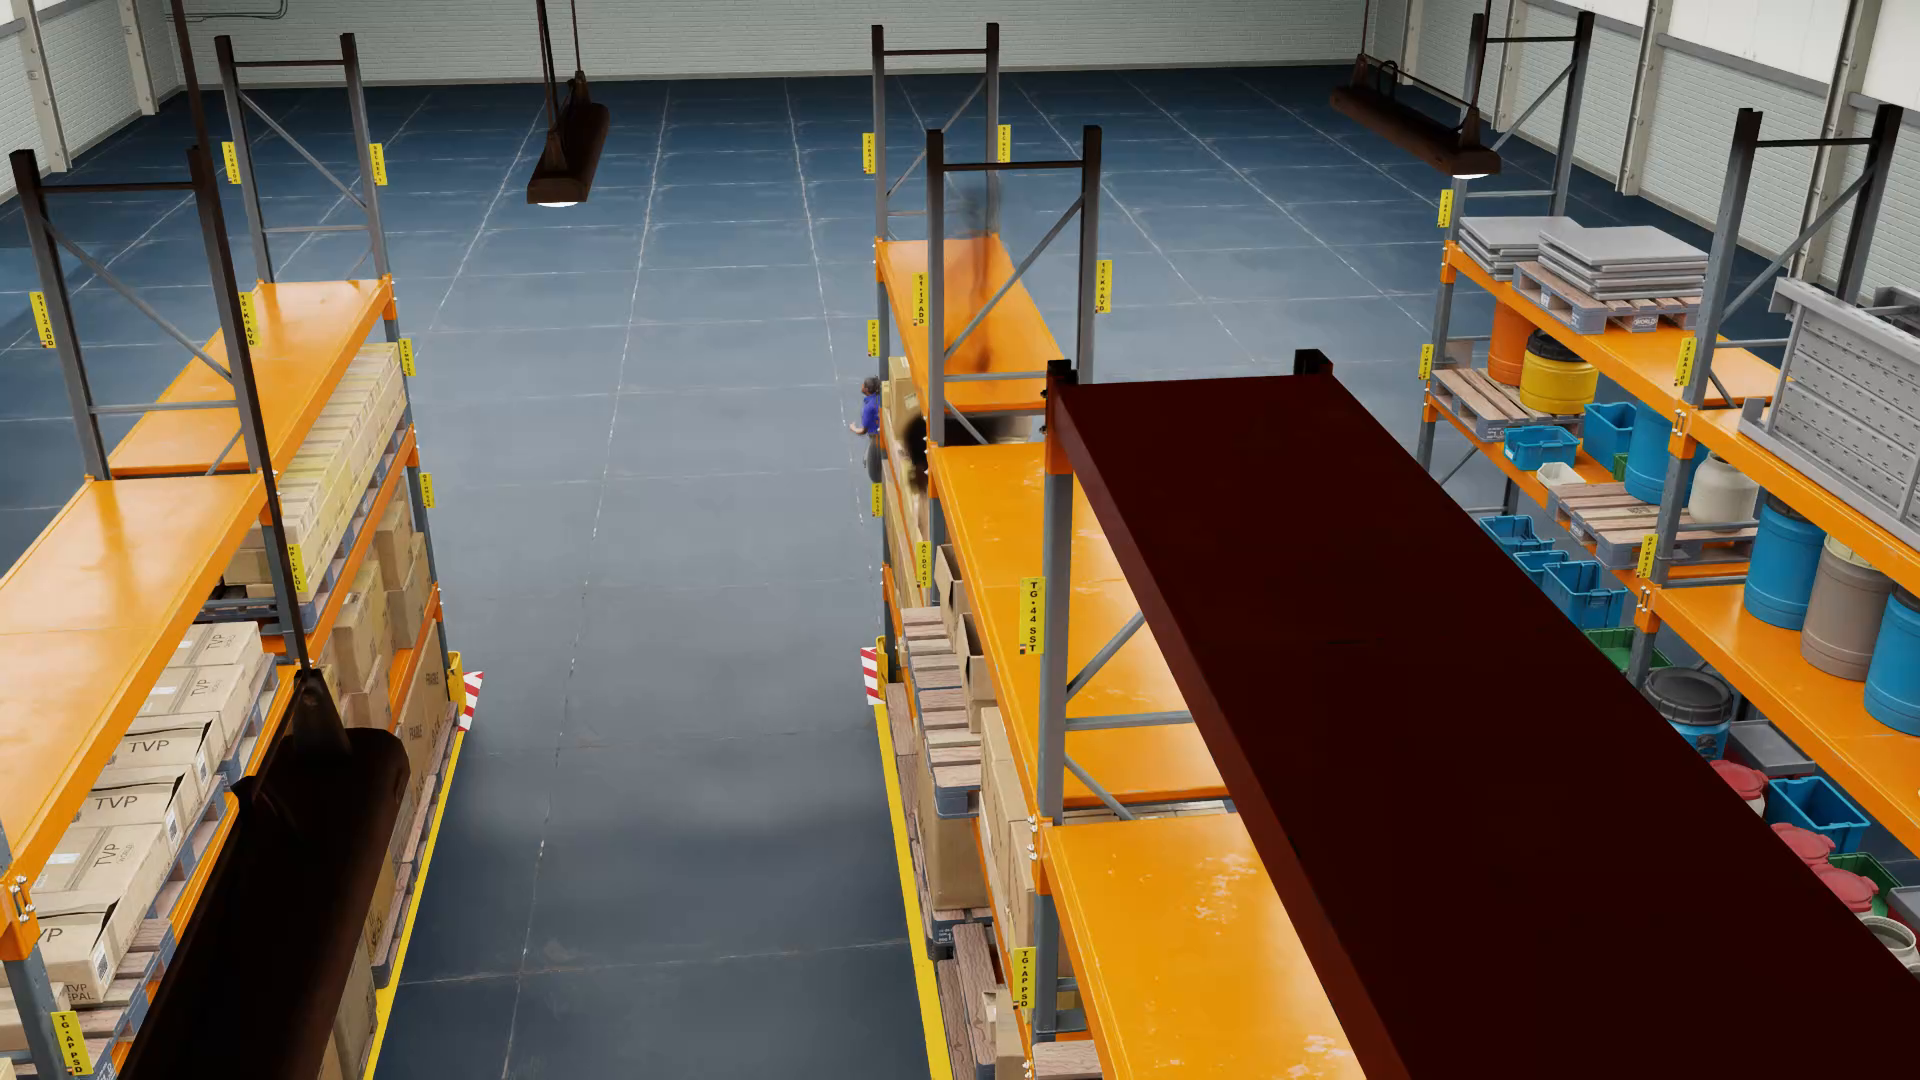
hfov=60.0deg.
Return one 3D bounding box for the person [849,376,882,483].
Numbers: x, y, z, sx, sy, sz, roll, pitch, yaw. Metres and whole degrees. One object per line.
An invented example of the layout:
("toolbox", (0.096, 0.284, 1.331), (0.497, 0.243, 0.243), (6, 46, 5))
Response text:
("person", (-0.961, -1.130, 19.045), (0.625, 1.605, 0.616), (13, 28, 25))
